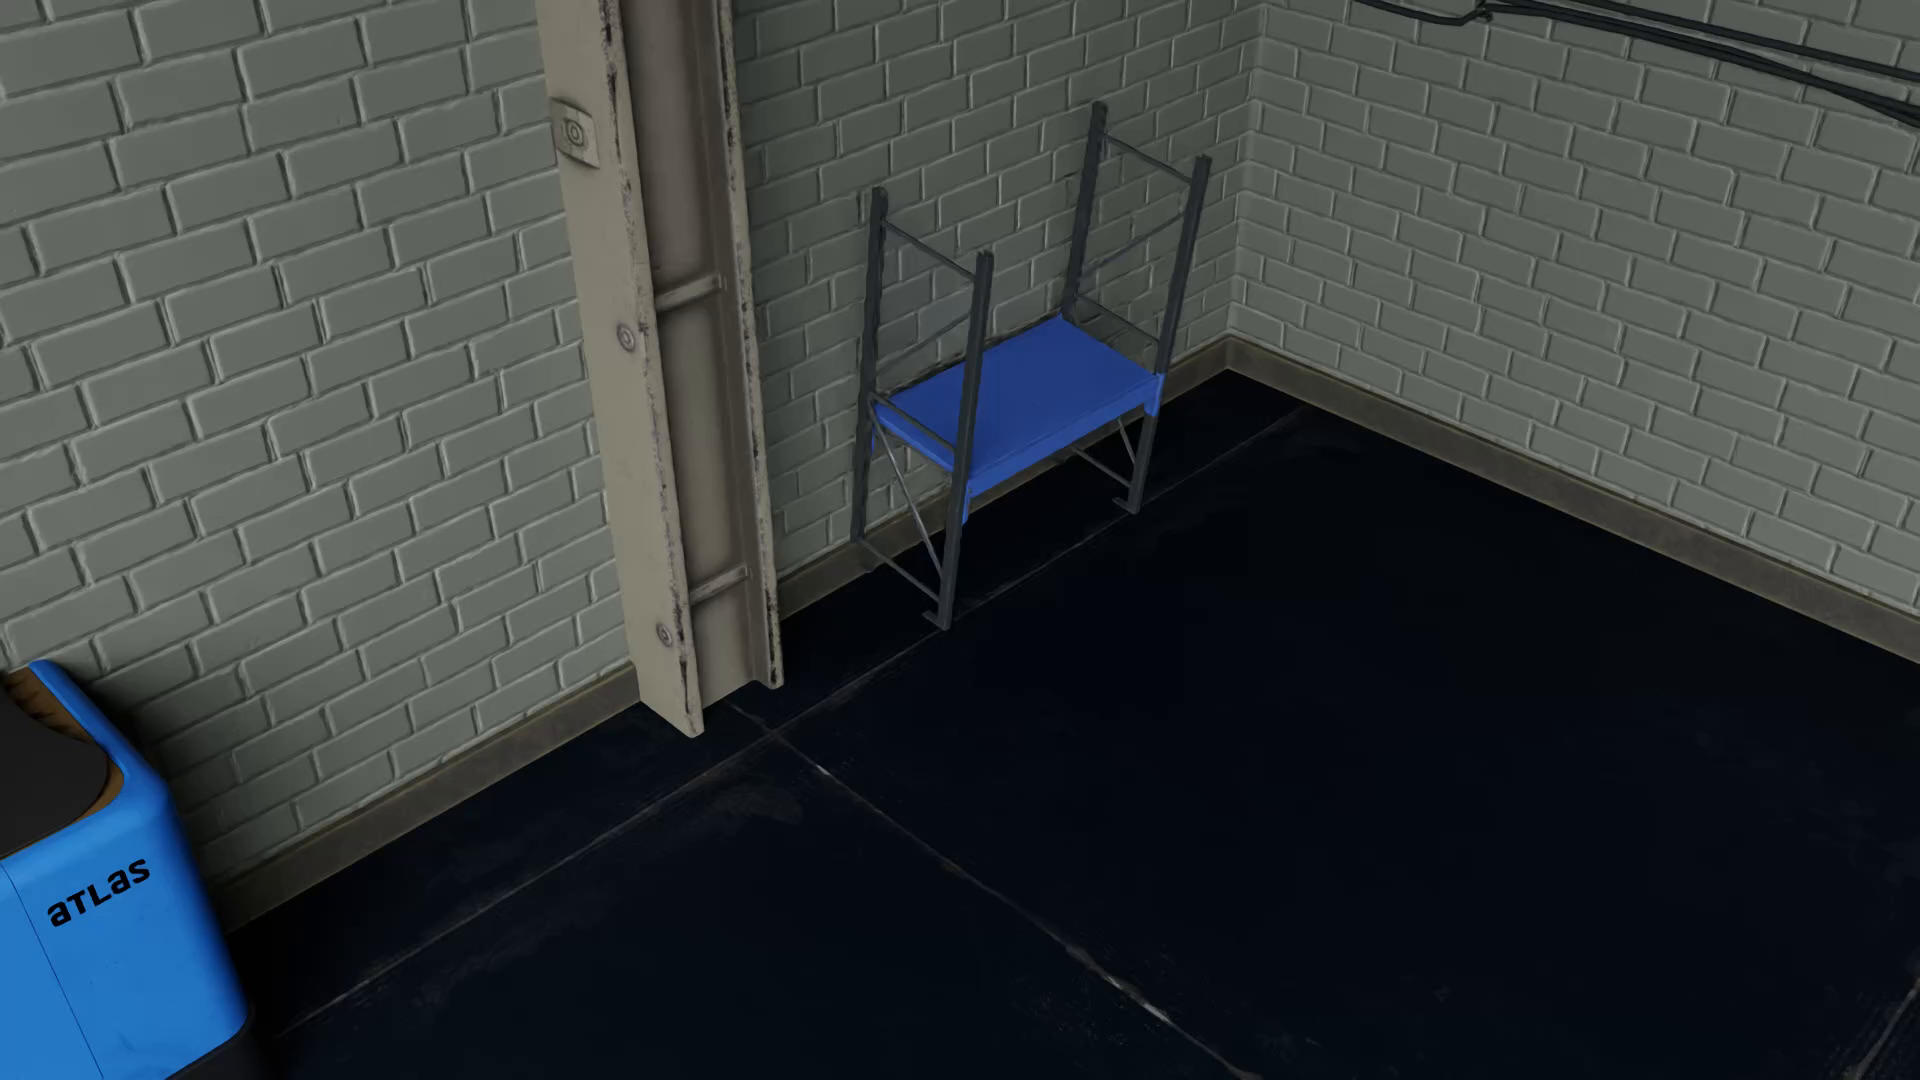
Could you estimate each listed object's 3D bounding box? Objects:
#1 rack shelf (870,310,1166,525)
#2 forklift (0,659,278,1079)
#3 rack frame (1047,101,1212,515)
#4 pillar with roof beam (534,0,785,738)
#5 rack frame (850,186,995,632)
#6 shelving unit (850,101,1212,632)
[{"bbox_3d":[0.193,-0.454,5.845,1.000,0.185,0.538,-30,52,-35],"label":"rack shelf"},{"bbox_3d":[-3.102,0.630,2.785,1.130,2.935,3.031,29,44,35],"label":"forklift"},{"bbox_3d":[0.570,-0.797,6.021,0.032,1.500,0.500,-30,52,-35],"label":"rack frame"},{"bbox_3d":[2.224,-1.460,0.477,9.100,9.000,0.400,30,45,35],"label":"pillar with roof beam"},{"bbox_3d":[-0.151,-0.382,5.436,0.032,1.500,0.500,-30,52,-35],"label":"rack frame"},{"bbox_3d":[0.210,-0.590,5.728,1.048,1.500,0.538,-30,52,-35],"label":"shelving unit"}]
